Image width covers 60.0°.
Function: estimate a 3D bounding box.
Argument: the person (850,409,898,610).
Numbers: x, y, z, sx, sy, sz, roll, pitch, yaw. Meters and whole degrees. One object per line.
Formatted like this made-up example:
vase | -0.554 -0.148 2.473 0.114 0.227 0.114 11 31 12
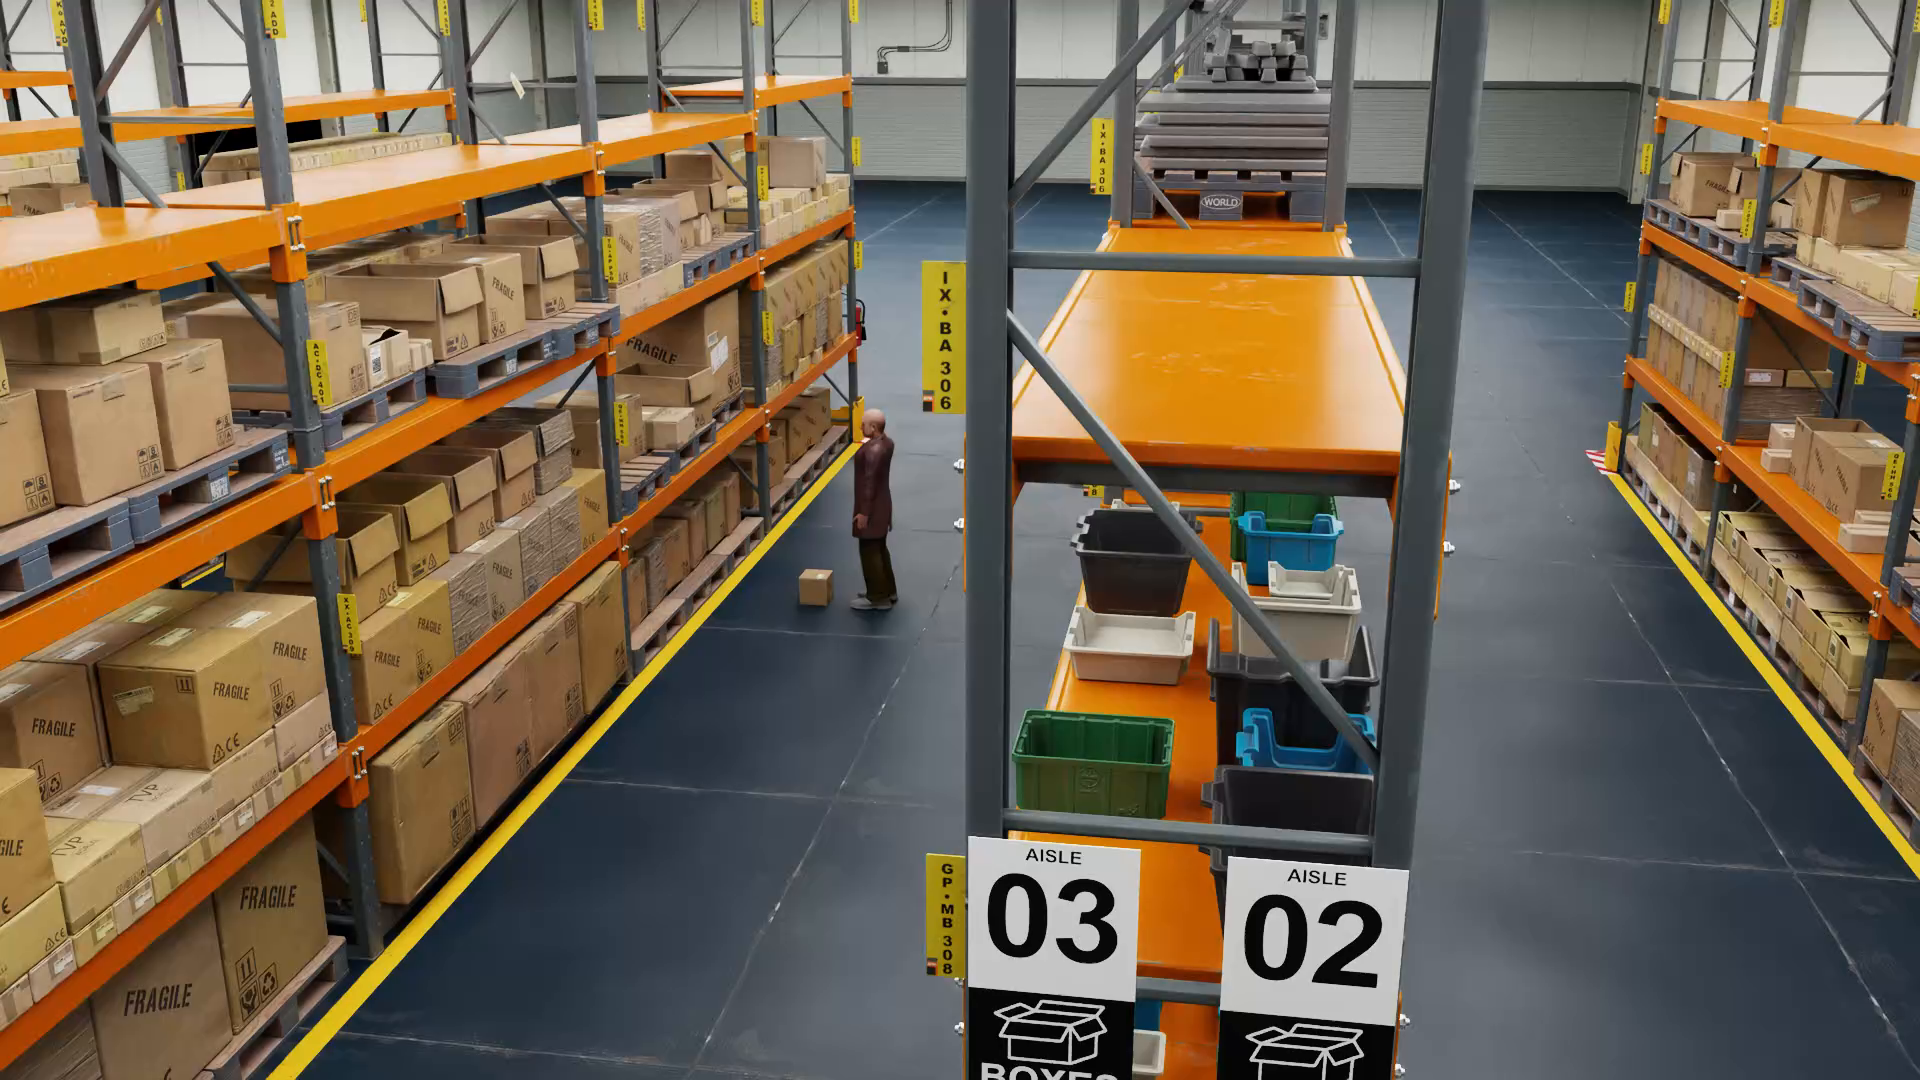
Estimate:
person | -0.764 -0.271 14.456 0.379 1.778 0.563 3 18 10
